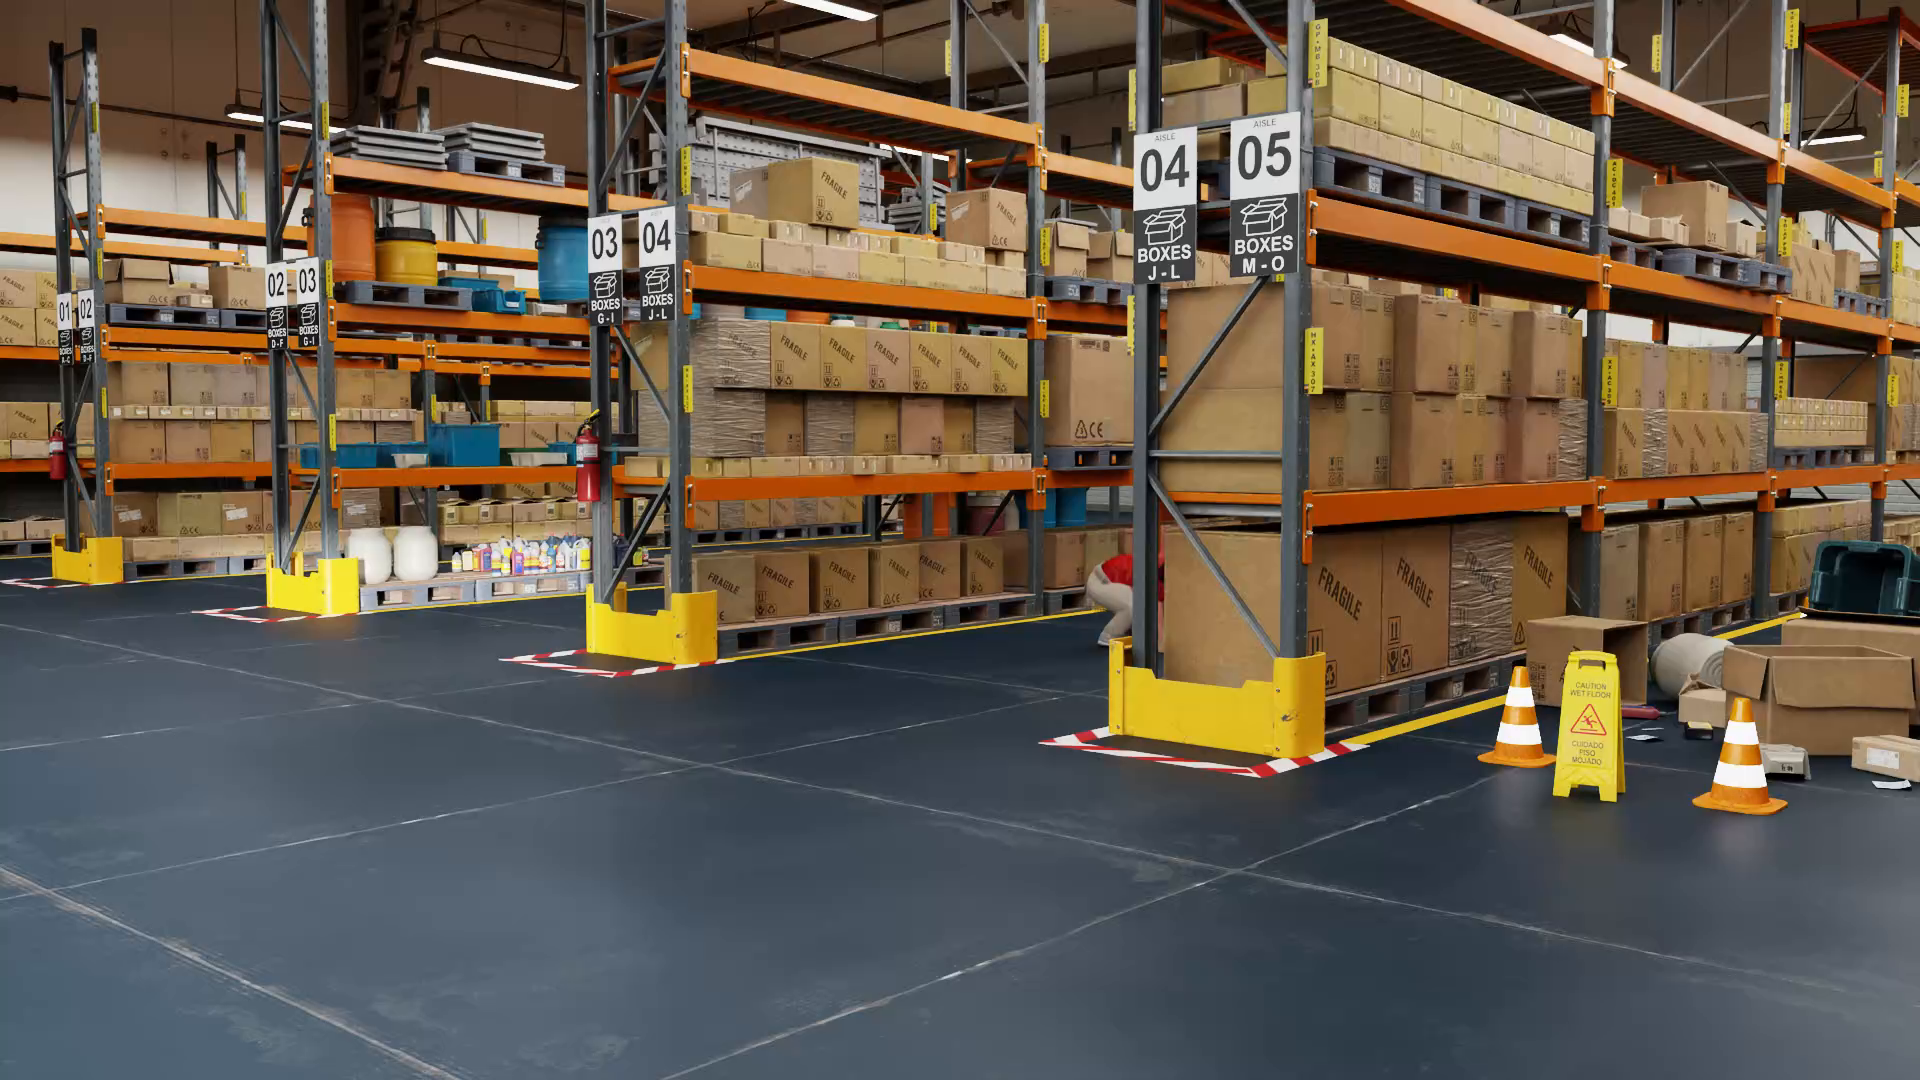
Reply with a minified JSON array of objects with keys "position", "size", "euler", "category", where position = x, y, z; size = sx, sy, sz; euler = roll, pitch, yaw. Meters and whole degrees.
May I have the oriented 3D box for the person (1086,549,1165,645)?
[{"position":[1.408,0.455,12.575],"size":[0.927,0.783,0.518],"euler":[3,5,40],"category":"person"}]
